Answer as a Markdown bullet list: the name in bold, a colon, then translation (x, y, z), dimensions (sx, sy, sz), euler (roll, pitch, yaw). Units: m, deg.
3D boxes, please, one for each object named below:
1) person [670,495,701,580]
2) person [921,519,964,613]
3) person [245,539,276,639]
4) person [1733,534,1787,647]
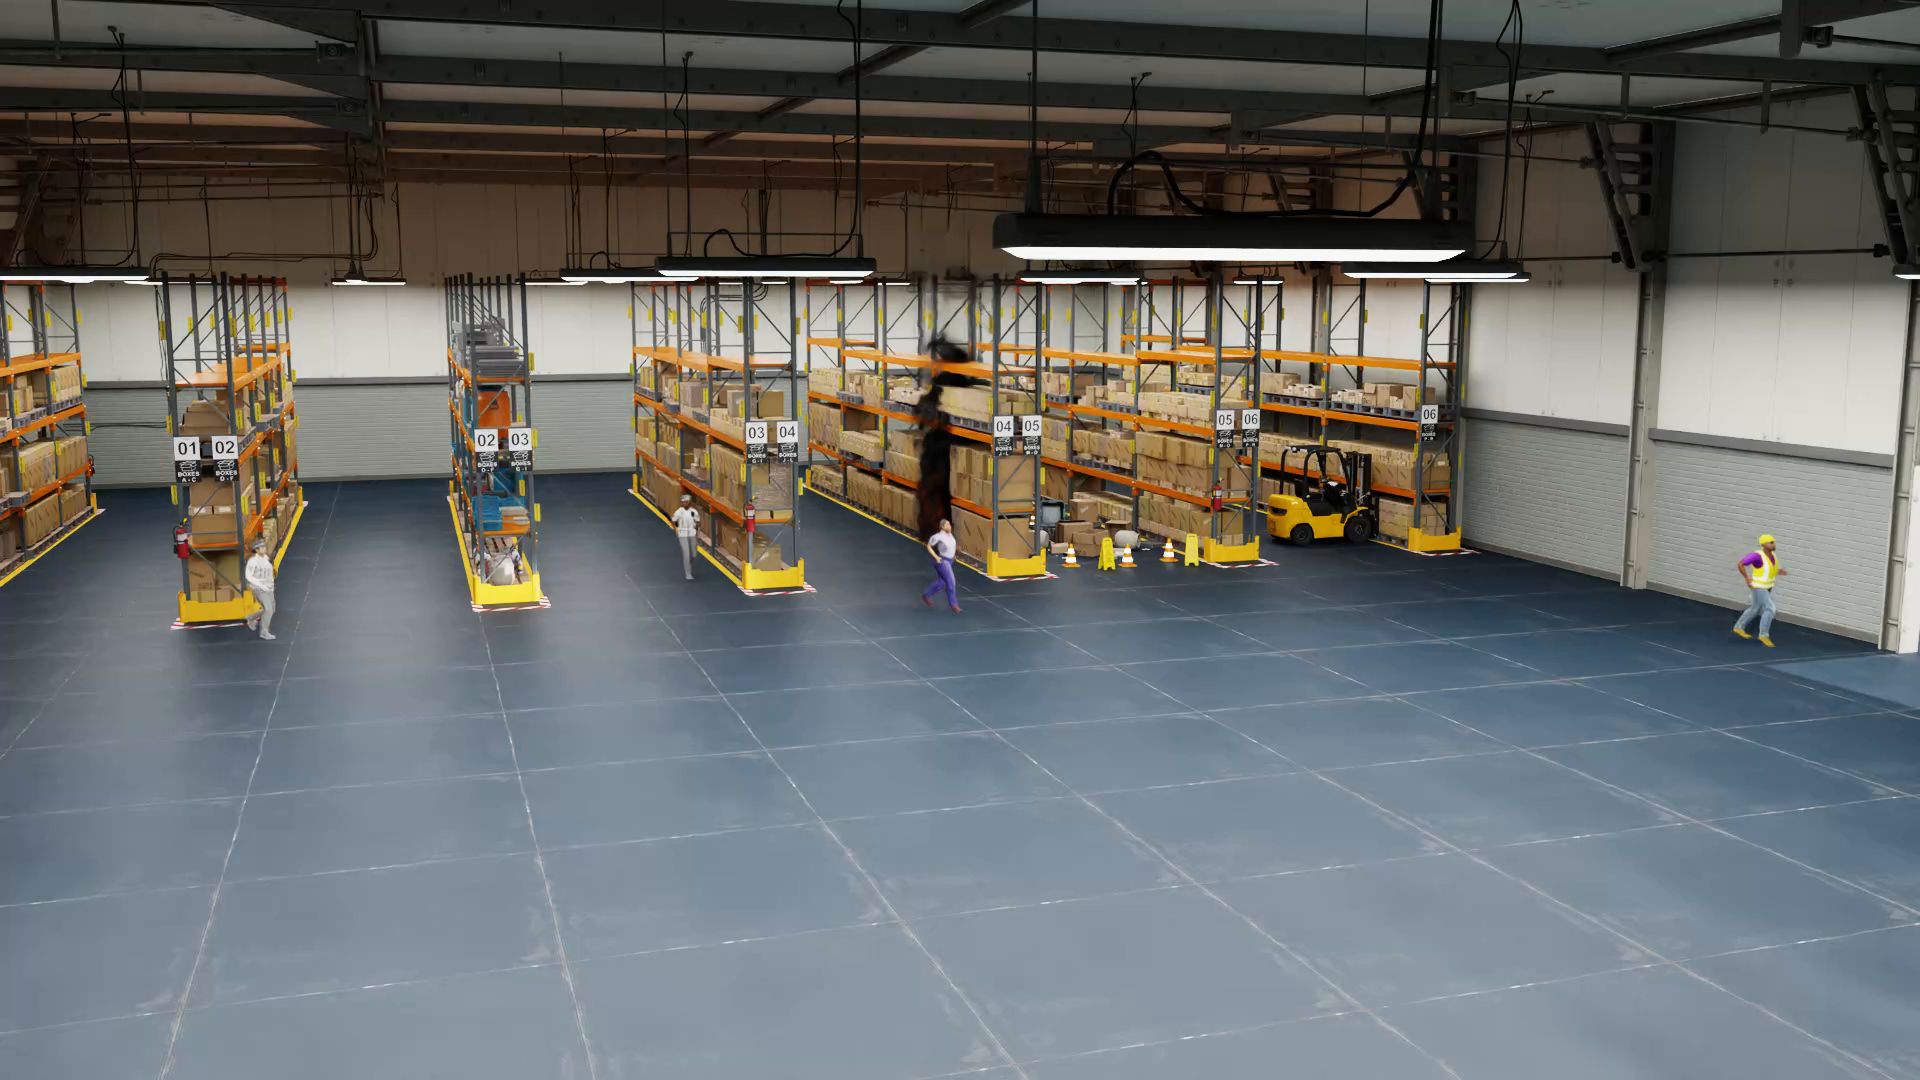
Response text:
- **person**: translation (-5.432, -0.080, 33.057), dimensions (0.588, 1.669, 0.834), euler (-3, 9, -22)
- **person**: translation (-0.294, 0.448, 29.711), dimensions (0.851, 1.679, 0.588), euler (3, 9, 21)
- **person**: translation (-11.559, 0.798, 27.415), dimensions (0.557, 1.663, 0.656), euler (1, 9, 8)
- **person**: translation (12.982, 0.797, 26.974), dimensions (0.685, 1.821, 0.773), euler (-7, 11, -39)
